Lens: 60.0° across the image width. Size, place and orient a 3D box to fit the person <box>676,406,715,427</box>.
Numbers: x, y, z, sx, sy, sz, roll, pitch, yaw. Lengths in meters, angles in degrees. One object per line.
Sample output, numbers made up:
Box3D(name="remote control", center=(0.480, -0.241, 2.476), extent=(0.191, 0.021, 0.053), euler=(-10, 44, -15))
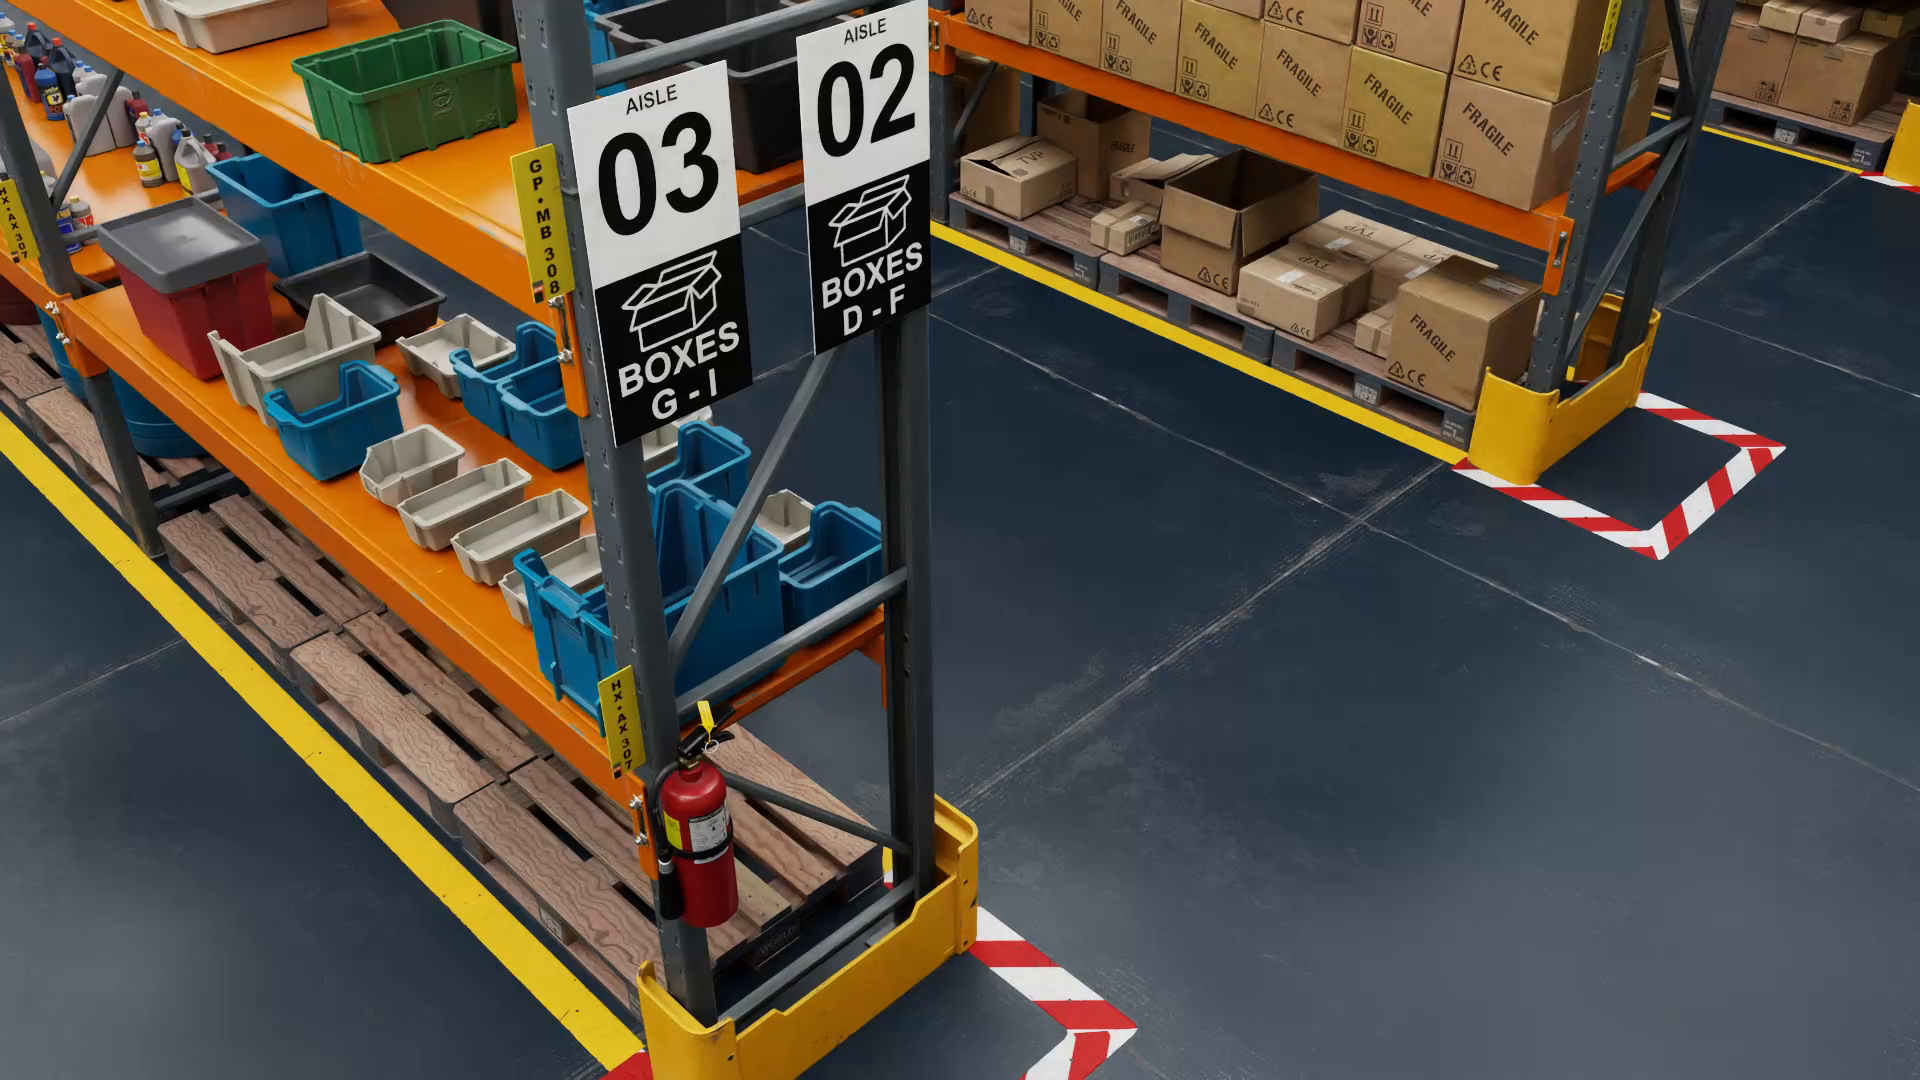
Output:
Box3D(name="person", center=(-1.138, -0.140, 6.337), extent=(0.468, 1.665, 0.553), euler=(27, 44, 32))
